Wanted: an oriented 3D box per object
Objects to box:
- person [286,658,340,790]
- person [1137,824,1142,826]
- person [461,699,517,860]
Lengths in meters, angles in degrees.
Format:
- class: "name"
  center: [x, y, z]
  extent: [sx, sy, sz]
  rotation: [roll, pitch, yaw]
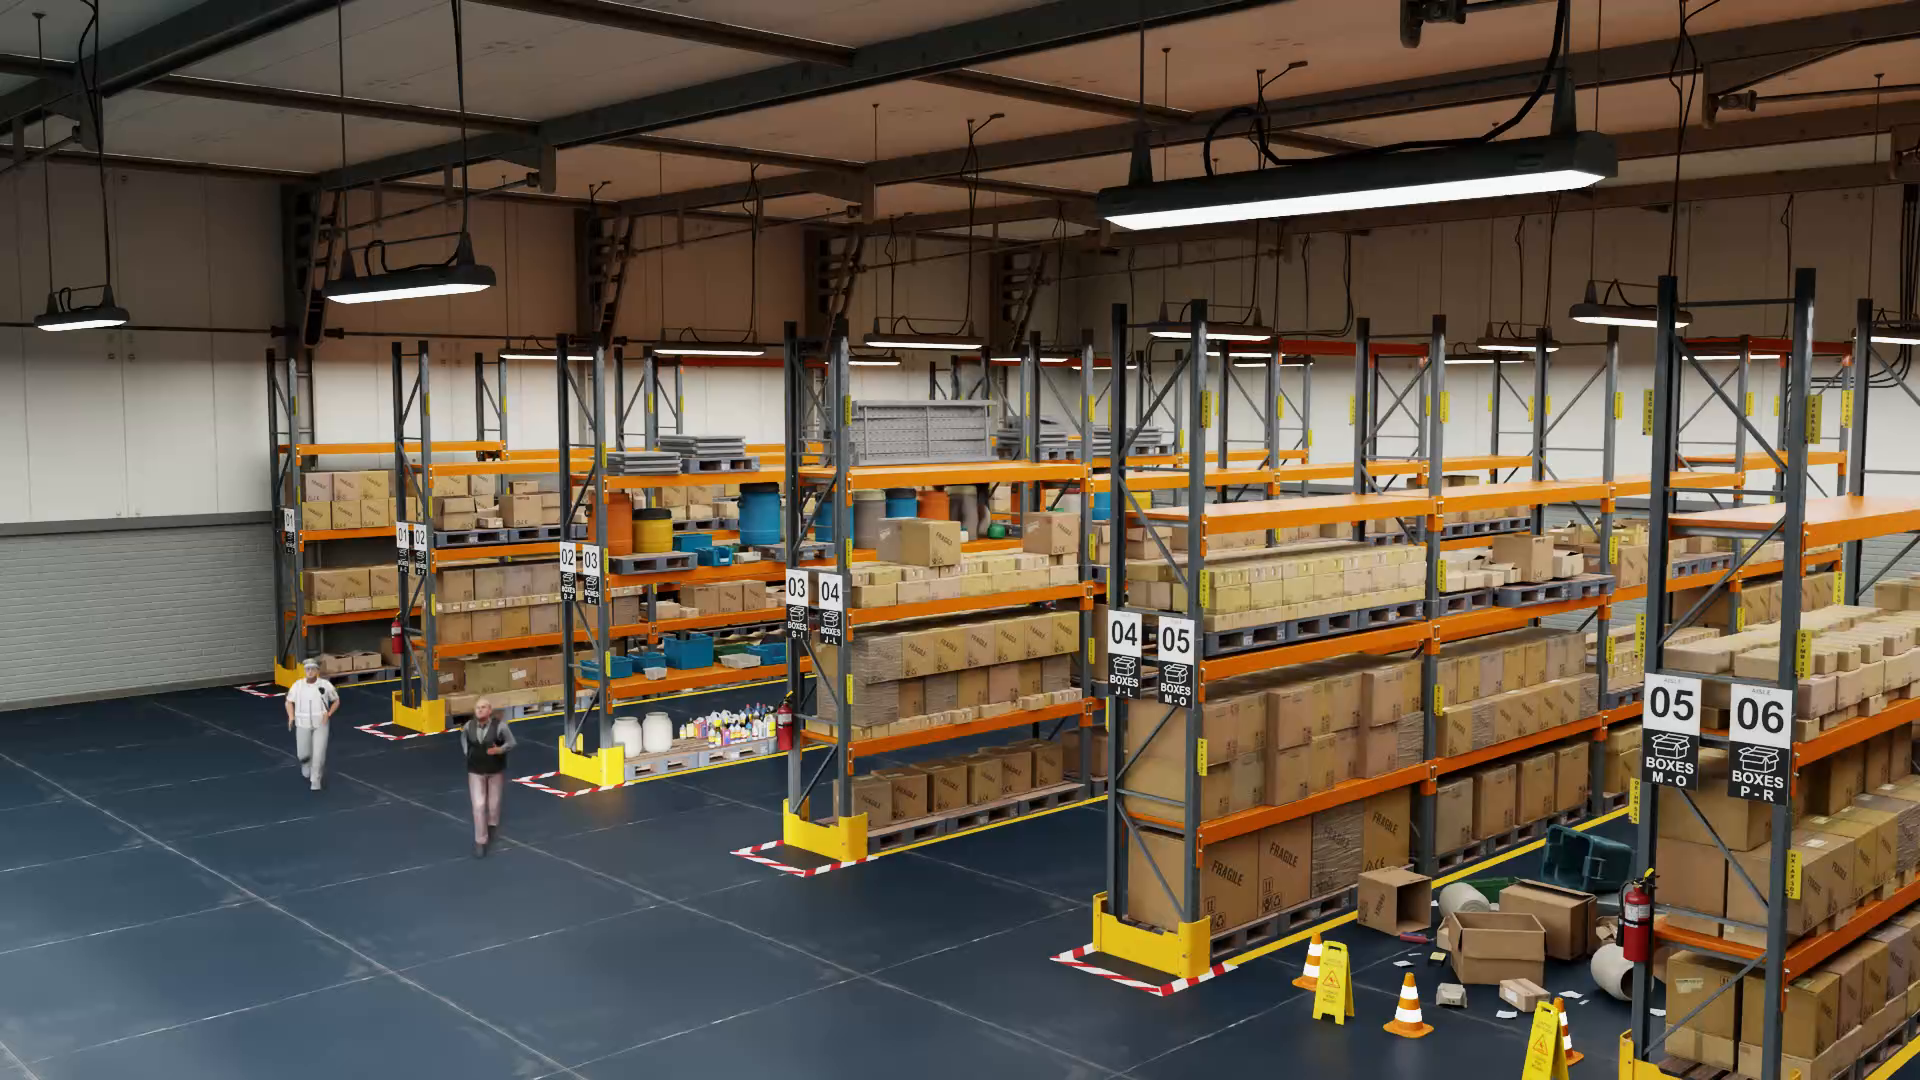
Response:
- class: "person"
  center: [-8.523, 2.411, 21.914]
  extent: [0.679, 1.731, 0.592]
  rotation: [-2, 5, -17]
- class: "person"
  center: [2.110, 2.728, 18.196]
  extent: [0.706, 1.728, 0.575]
  rotation: [4, 6, 36]
- class: "person"
  center: [-5.364, 2.667, 18.930]
  extent: [0.641, 1.749, 0.892]
  rotation: [-1, 5, -10]
